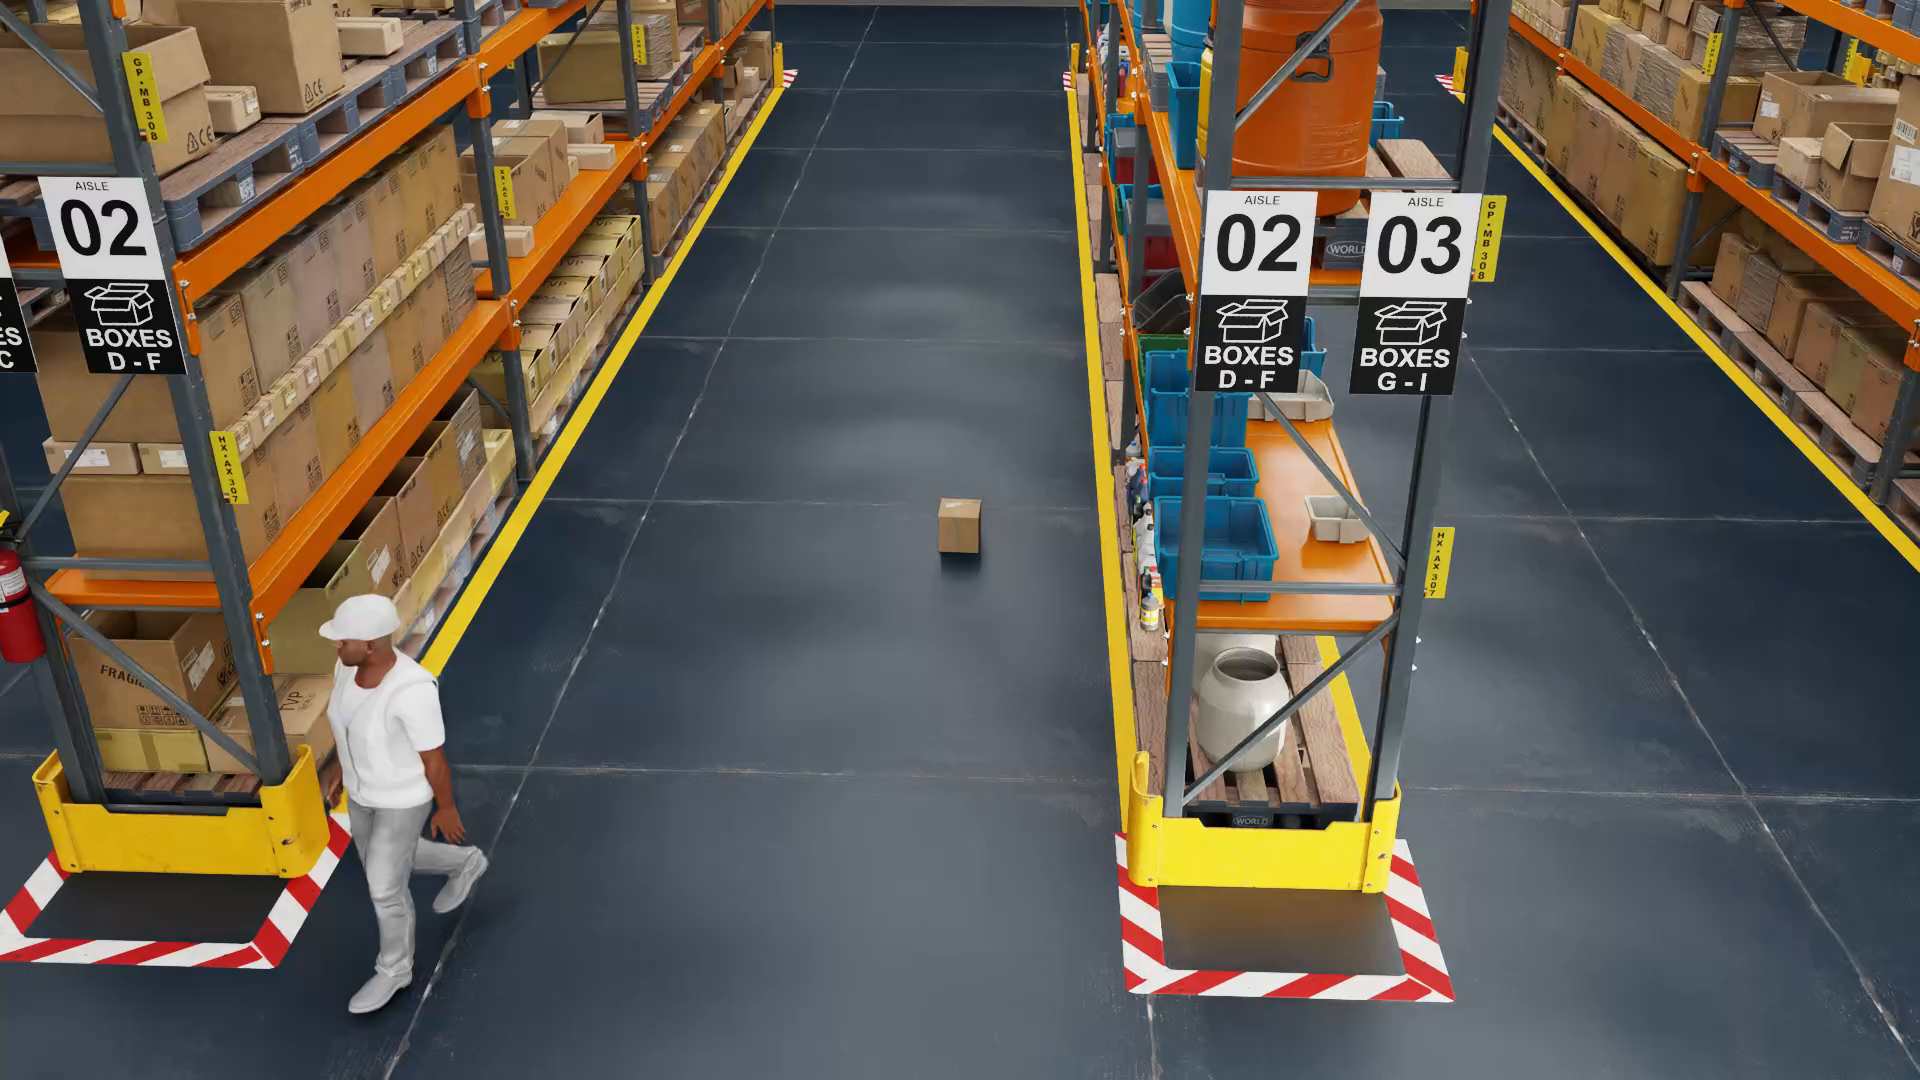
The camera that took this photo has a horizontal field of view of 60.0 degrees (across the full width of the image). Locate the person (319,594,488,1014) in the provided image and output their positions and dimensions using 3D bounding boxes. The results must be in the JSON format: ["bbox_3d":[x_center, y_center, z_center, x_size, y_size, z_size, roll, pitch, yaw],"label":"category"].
[{"bbox_3d":[-2.291,0.993,6.690,0.618,1.743,0.833,19,33,31],"label":"person"}]
